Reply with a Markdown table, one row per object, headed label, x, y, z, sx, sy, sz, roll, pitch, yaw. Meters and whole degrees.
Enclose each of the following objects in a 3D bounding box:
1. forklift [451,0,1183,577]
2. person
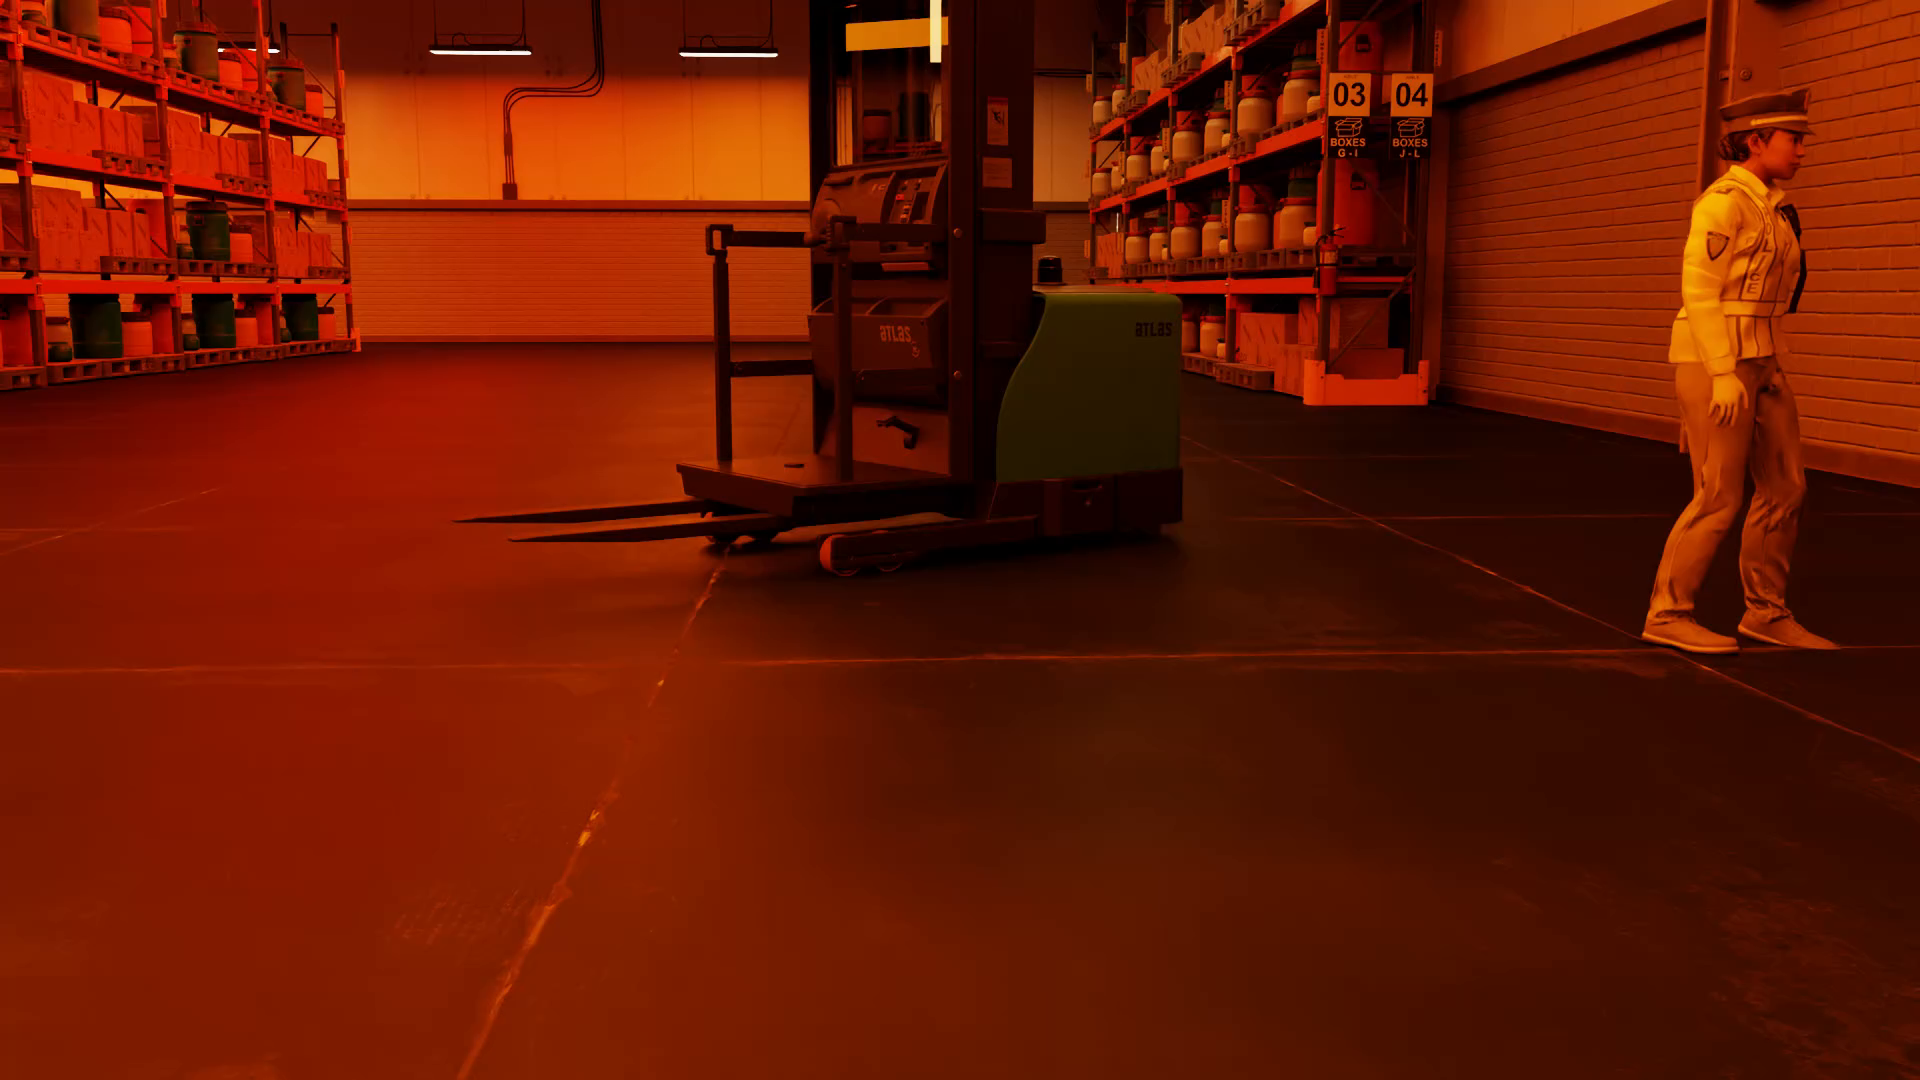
| label | x | y | z | sx | sy | sz | roll | pitch | yaw |
| --- | --- | --- | --- | --- | --- | --- | --- | --- | --- |
| forklift | -0.511 | -1.397 | 6.738 | 3.031 | 2.935 | 1.130 | -6 | 10 | -35 |
| person | 2.345 | -0.494 | 4.986 | 0.374 | 1.662 | 0.529 | 8 | 12 | 43 |
